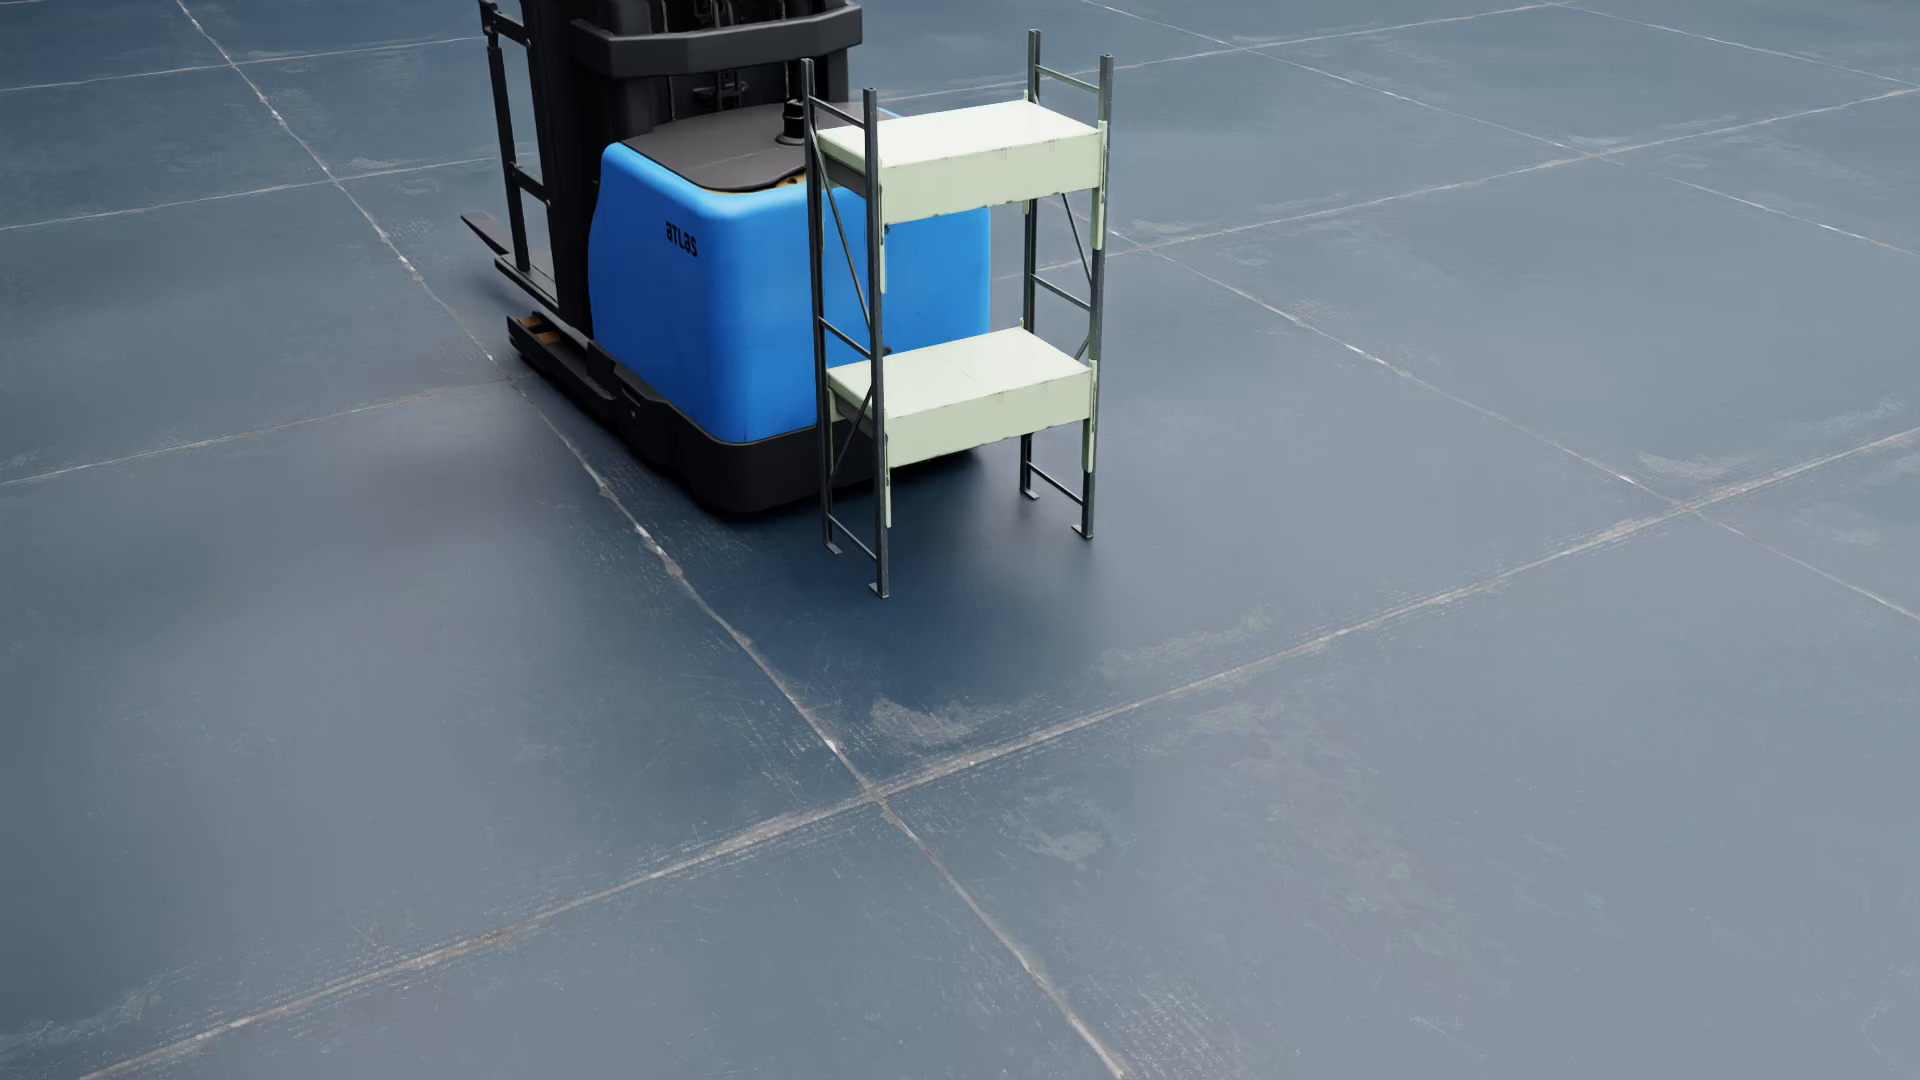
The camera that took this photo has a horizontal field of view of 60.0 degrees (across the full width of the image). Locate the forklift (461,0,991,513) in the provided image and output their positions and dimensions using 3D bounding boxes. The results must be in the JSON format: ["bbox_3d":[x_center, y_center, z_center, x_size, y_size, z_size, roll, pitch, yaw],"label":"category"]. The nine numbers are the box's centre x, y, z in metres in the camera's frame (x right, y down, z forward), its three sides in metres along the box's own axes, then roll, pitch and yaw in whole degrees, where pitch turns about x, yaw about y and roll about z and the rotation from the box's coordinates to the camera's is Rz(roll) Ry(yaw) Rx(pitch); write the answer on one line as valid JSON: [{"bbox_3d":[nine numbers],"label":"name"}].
[{"bbox_3d":[-1.118,-2.034,5.902,1.130,2.935,3.031,-18,34,-29],"label":"forklift"}]

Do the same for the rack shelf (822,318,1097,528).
[{"bbox_3d":[-0.006,-0.370,5.042,0.720,0.370,0.431,-16,33,-26],"label":"rack shelf"}]

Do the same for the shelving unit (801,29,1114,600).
[{"bbox_3d":[-0.006,-0.655,4.885,0.755,1.500,0.431,-16,33,-26],"label":"shelving unit"}]

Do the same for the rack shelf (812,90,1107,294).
[{"bbox_3d":[-0.006,-0.997,4.696,0.720,0.370,0.431,-16,33,-26],"label":"rack shelf"}]

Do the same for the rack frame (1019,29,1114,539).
[{"bbox_3d":[0.310,-0.745,5.047,0.023,1.500,0.400,-16,33,-26],"label":"rack frame"}]

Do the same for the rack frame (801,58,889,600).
[{"bbox_3d":[-0.321,-0.565,4.722,0.023,1.500,0.400,-16,33,-26],"label":"rack frame"}]
